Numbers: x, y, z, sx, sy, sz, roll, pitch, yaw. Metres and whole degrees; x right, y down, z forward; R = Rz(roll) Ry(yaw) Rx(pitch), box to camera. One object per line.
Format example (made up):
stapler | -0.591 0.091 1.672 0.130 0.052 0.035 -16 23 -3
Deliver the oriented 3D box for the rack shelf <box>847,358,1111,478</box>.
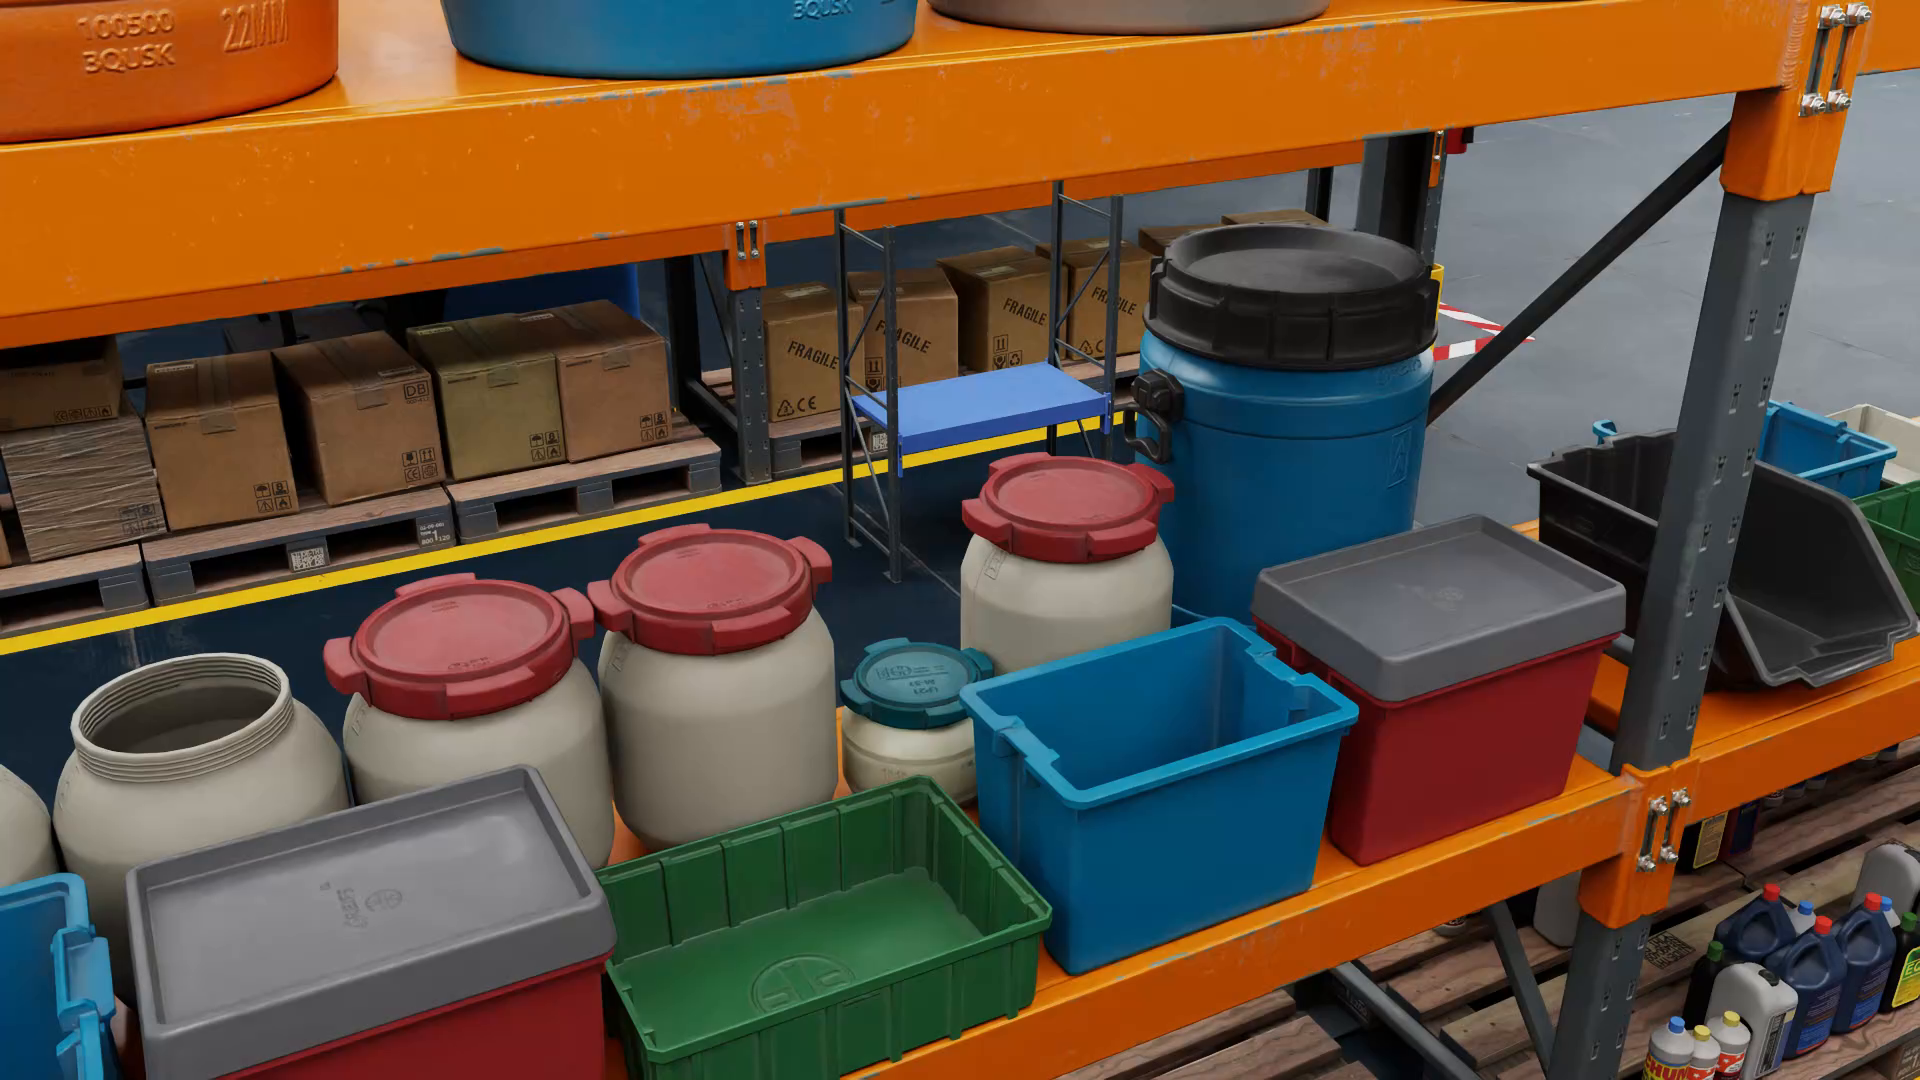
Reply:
rack shelf | 0.075 -0.531 7.039 1.000 0.185 0.538 -13 29 -25

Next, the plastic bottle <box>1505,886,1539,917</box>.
plastic bottle | 1.592 0.847 4.573 0.185 0.351 0.144 -14 29 -26

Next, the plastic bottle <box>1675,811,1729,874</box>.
plastic bottle | 2.117 0.806 4.736 0.133 0.283 0.061 -13 29 -25

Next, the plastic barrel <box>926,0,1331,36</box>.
plastic barrel | 0.236 -1.167 2.169 0.600 0.901 0.600 0 26 0

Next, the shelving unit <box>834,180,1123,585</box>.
shelving unit | 0.075 -0.693 6.962 1.048 1.500 0.538 -13 29 -25

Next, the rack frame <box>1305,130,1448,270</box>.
rack frame | 2.358 -2.614 9.229 0.127 3.000 1.000 -13 29 -25

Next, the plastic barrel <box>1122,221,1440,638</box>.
plastic barrel | 0.676 -0.171 3.561 0.708 0.901 0.600 -13 29 -25

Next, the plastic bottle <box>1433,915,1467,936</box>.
plastic bottle | 1.333 0.962 4.505 0.097 0.201 0.097 0 26 0

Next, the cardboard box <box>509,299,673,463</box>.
cardboard box | -1.723 -0.754 7.735 0.500 0.500 0.700 -15 30 -29

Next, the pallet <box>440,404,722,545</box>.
pallet | -1.858 -0.383 7.805 1.213 0.211 1.003 -13 29 -25

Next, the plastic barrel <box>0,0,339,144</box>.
plastic barrel | -0.966 -0.857 1.607 0.708 0.830 0.600 -13 29 -25

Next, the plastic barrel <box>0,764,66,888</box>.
plastic barrel | -1.563 0.565 2.478 0.421 0.512 0.421 0 26 0

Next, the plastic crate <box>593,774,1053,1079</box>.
plastic crate | -0.245 0.650 2.675 0.662 0.188 0.450 -13 29 -25

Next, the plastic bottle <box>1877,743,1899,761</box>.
plastic bottle | 2.942 0.559 5.264 0.097 0.271 0.097 0 26 0

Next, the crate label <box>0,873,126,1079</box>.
crate label | -1.366 0.792 2.095 0.616 0.435 0.502 -13 29 -25

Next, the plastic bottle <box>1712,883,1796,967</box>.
plastic bottle | 1.999 1.027 4.198 0.185 0.351 0.144 -13 29 -25

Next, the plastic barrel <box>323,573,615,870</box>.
plastic barrel | -0.817 0.379 2.837 0.433 0.535 0.433 0 26 0

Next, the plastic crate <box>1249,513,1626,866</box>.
plastic crate | 0.876 0.279 3.130 0.583 0.464 0.402 -13 29 -25

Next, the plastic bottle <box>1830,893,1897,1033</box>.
plastic bottle | 2.233 1.043 4.163 0.185 0.351 0.144 -14 29 -27

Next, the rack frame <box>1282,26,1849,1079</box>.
rack frame | 1.159 0.092 3.593 0.127 3.000 1.000 -13 29 -25

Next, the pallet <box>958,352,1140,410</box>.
pallet | 0.482 -0.943 8.970 1.213 0.211 1.003 -13 29 -25

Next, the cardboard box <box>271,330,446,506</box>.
cardboard box | -2.646 -0.550 7.310 0.500 0.500 0.700 -16 30 -29

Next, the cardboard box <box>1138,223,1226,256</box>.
cardboard box | 1.288 -1.421 9.147 0.500 0.500 0.500 -6 26 -12

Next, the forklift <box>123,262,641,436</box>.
forklift | -3.230 -2.033 8.098 3.031 2.935 1.130 -14 29 -26

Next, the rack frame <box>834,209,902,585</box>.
rack frame | -0.373 -0.590 6.746 0.032 1.500 0.500 -13 29 -25

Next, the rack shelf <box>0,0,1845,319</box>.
rack shelf | -0.605 -0.529 2.251 4.000 0.370 1.077 -13 29 -25

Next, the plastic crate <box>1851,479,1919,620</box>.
plastic crate | 2.490 0.019 3.990 0.662 0.188 0.450 -13 29 -25

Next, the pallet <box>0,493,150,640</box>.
pallet | -4.011 0.114 6.770 1.213 0.211 1.003 -13 29 -25

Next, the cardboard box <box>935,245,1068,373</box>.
cardboard box | 0.213 -1.204 8.695 0.500 0.500 0.500 -16 30 -30

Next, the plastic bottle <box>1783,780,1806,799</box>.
plastic bottle | 2.552 0.649 5.076 0.097 0.271 0.097 0 26 0

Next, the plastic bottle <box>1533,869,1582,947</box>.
plastic bottle | 1.660 0.902 4.459 0.185 0.351 0.144 -13 29 -25

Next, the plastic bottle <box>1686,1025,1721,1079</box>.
plastic bottle | 1.736 1.237 3.933 0.097 0.201 0.097 0 26 0

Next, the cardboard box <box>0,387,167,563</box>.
cardboard box | -3.636 -0.318 6.827 0.500 0.500 0.700 -16 30 -29

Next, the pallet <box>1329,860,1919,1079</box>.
pallet | 1.772 1.228 4.448 1.213 0.211 1.003 -13 29 -25

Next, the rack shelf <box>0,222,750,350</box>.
rack shelf | -2.936 -1.068 6.840 4.000 0.370 1.077 -13 29 -25

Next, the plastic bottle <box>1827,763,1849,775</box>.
plastic bottle | 2.734 0.593 5.180 0.133 0.283 0.061 -12 28 -24

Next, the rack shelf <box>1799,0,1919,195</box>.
rack shelf | 2.924 -1.343 3.948 4.000 0.370 1.077 -13 29 -25

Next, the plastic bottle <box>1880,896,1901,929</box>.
plastic bottle | 2.346 1.035 4.273 0.097 0.271 0.097 0 26 0

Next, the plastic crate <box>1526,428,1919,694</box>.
plastic crate | 1.681 0.062 3.727 0.504 0.338 0.767 -13 29 -25

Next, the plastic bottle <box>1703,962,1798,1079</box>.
plastic bottle | 1.919 1.148 4.032 0.135 0.276 0.152 -12 28 -23

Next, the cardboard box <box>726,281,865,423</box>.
cardboard box | -0.800 -0.928 8.121 0.500 0.500 0.500 -14 29 -27

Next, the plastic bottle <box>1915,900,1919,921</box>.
plastic bottle | 2.608 0.957 4.344 0.185 0.351 0.144 -13 29 -25

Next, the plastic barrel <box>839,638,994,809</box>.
plastic barrel | -0.081 0.365 3.183 0.301 0.262 0.301 0 26 0
